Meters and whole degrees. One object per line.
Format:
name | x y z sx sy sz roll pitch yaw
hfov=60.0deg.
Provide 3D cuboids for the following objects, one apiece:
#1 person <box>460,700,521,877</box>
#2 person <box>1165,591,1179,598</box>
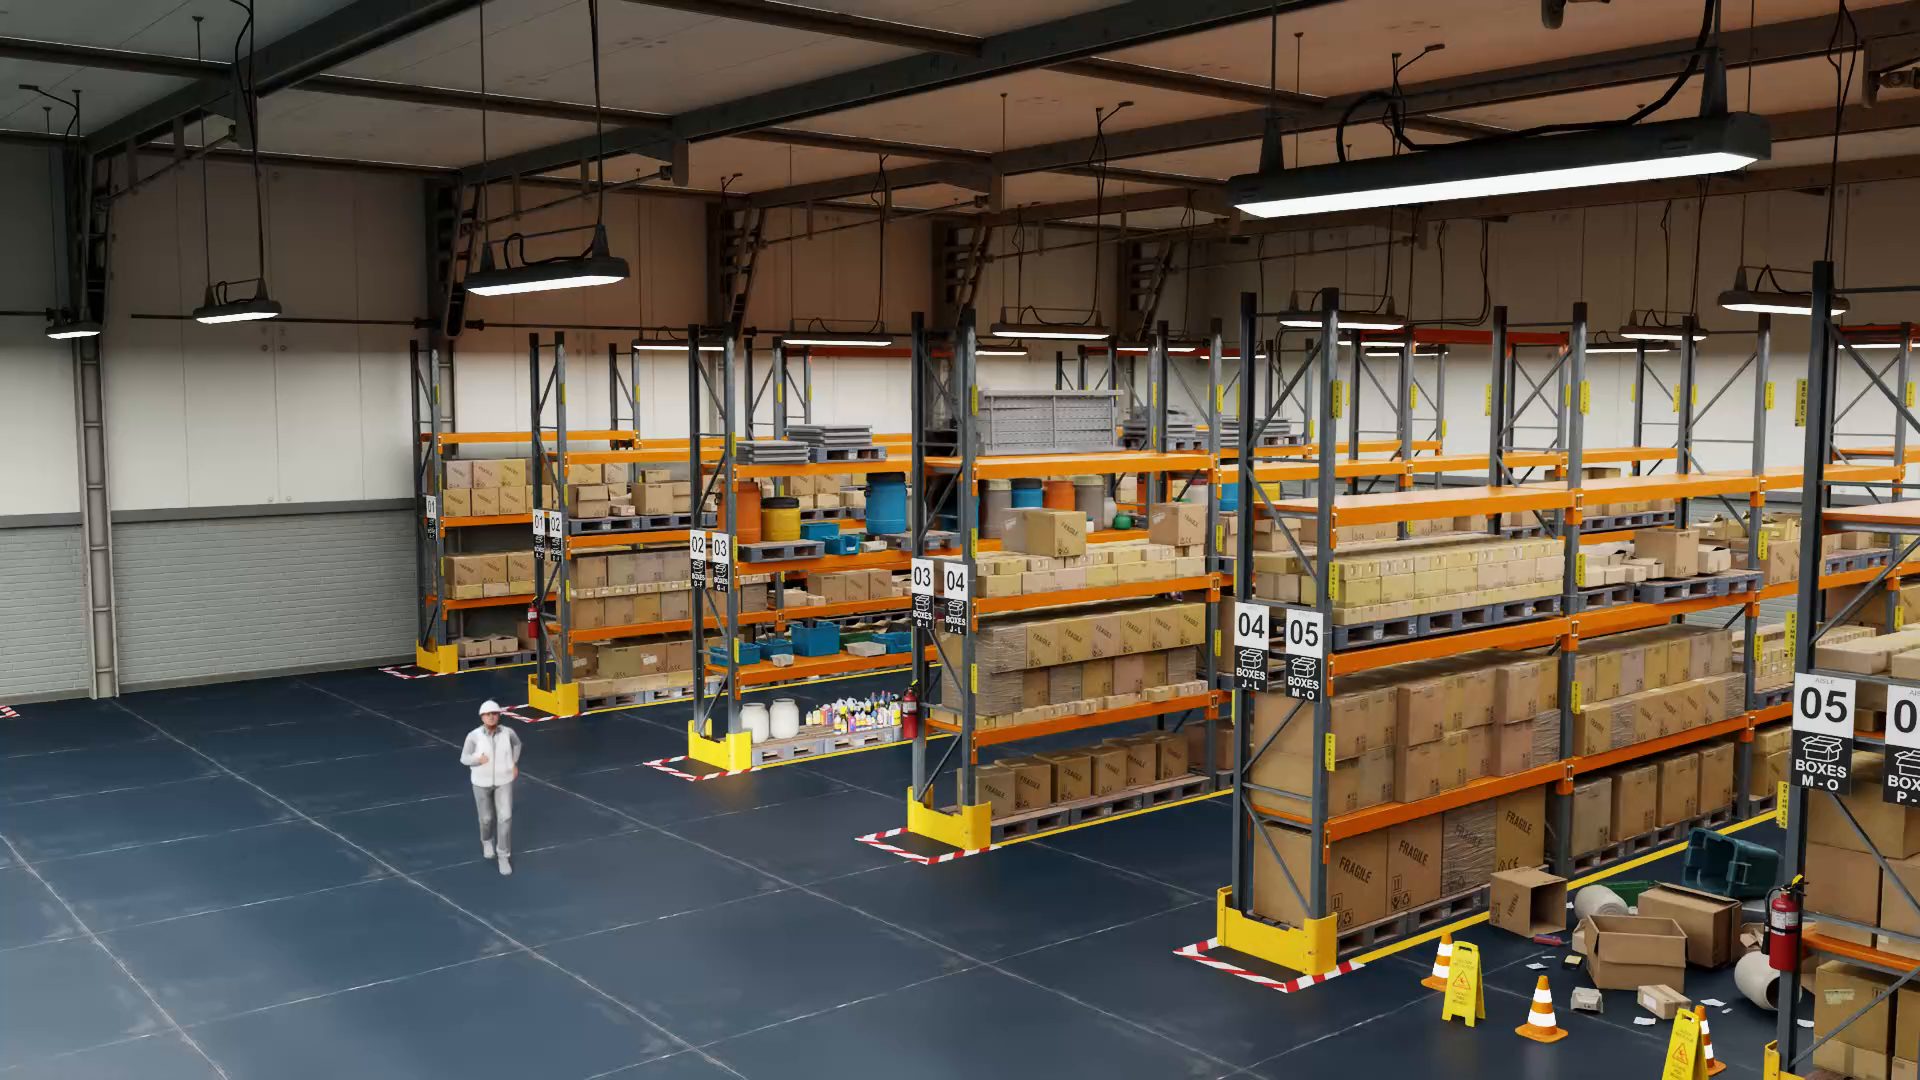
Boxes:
person | -5.024 2.619 17.820 0.620 1.812 0.836 -2 6 -19
person | 4.027 1.335 32.491 0.585 1.645 0.627 4 7 40
